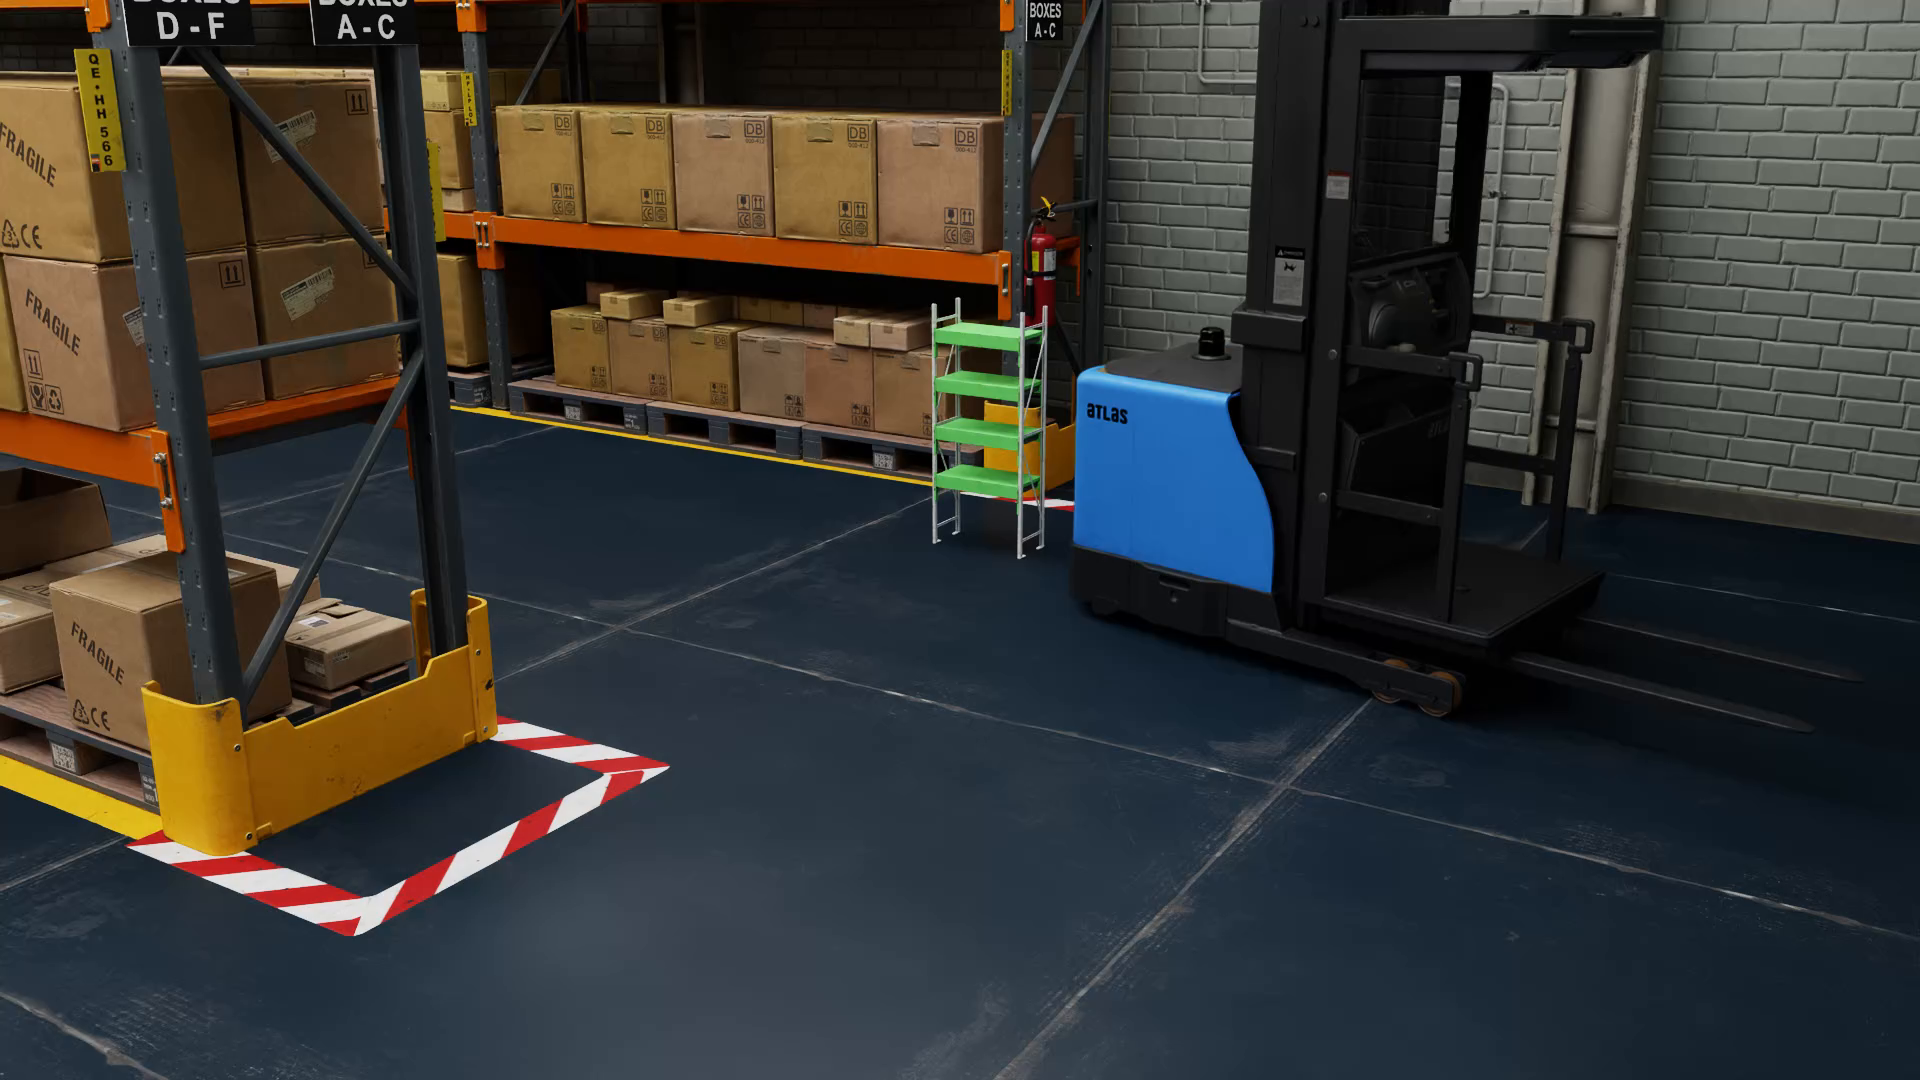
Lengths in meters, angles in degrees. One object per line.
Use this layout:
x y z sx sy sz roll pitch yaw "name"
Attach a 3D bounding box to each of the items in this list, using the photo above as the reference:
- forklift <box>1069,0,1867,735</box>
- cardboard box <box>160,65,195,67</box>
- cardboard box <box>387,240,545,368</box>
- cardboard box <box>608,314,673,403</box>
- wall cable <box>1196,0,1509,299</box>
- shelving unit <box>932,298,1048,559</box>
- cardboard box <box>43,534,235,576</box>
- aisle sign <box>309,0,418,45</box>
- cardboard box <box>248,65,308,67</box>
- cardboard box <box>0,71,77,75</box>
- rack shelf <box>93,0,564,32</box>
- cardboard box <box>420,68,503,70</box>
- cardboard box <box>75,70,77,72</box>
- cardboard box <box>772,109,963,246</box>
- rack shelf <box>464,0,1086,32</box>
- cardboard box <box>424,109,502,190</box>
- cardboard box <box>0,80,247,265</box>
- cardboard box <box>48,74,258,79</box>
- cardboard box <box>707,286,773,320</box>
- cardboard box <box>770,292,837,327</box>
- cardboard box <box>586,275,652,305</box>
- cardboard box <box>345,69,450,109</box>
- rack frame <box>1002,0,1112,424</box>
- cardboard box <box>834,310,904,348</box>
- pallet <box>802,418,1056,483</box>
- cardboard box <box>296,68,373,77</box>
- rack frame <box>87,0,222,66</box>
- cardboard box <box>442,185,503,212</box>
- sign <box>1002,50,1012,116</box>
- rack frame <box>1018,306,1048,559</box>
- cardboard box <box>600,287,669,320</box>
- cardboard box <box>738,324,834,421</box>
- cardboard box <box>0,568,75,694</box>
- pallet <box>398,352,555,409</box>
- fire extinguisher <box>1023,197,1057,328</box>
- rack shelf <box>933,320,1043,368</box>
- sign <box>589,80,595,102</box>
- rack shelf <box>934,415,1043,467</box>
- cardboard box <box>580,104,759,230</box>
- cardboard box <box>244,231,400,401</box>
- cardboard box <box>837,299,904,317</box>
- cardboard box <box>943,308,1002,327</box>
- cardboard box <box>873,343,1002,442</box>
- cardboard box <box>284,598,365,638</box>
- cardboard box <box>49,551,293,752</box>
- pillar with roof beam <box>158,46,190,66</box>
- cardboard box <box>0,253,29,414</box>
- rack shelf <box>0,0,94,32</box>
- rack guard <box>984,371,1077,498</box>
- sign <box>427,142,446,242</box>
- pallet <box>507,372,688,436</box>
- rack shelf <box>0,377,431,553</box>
1.915 -0.915 6.351 3.031 2.935 1.130 15 22 40 "forklift"
-6.000 -3.472 12.642 0.500 0.250 0.500 11 20 31 "cardboard box"
-3.490 -1.681 11.731 0.750 0.750 0.750 10 20 31 "cardboard box"
-1.858 -1.231 10.850 0.500 0.500 0.700 10 20 30 "cardboard box"
2.127 -2.359 9.240 1.851 1.984 0.084 10 20 30 "wall cable"
0.141 -0.549 8.124 0.503 1.200 0.258 10 20 30 "shelving unit"
-3.216 0.194 6.556 0.500 0.250 0.500 10 20 30 "cardboard box"
-1.837 -1.913 5.044 0.004 0.787 0.394 10 20 30 "aisle sign"
-5.315 -3.525 12.816 0.500 0.250 0.500 9 19 28 "cardboard box"
-3.595 -1.497 6.258 0.500 0.500 0.500 10 20 30 "cardboard box"
-4.572 -3.837 11.930 4.000 0.370 1.077 10 20 30 "rack shelf"
-3.573 -3.213 11.790 0.500 0.250 0.500 10 20 31 "cardboard box"
-6.868 -3.710 13.388 0.250 0.149 0.380 7 18 21 "cardboard box"
-0.525 -2.160 9.816 0.700 0.700 0.980 10 20 30 "cardboard box"
-1.164 -3.229 9.927 4.000 0.370 1.077 10 20 30 "rack shelf"
-3.393 -2.650 11.225 0.500 0.500 0.500 10 19 29 "cardboard box"
-2.572 -1.132 5.055 0.500 0.500 0.500 10 20 30 "cardboard box"
-2.738 -1.343 5.749 0.500 0.500 0.500 10 20 31 "cardboard box"
-1.414 -1.531 10.724 0.250 0.149 0.380 10 20 31 "cardboard box"
-0.978 -1.454 10.468 0.250 0.149 0.380 10 20 31 "cardboard box"
-2.304 -1.690 11.245 0.250 0.149 0.380 10 20 30 "cardboard box"
-3.830 -3.089 11.380 0.500 0.250 0.500 11 20 31 "cardboard box"
0.541 -1.834 9.257 0.127 3.000 1.000 10 20 30 "rack frame"
-0.531 -1.244 9.777 0.250 0.149 0.380 11 20 32 "cardboard box"
-0.182 -0.602 9.999 1.213 0.211 1.003 10 20 30 "pallet"
-4.265 -3.166 11.635 0.500 0.250 0.500 11 20 31 "cardboard box"
-6.276 -3.051 13.263 0.127 3.000 1.000 10 20 30 "rack frame"
-3.304 -2.313 11.232 0.250 0.149 0.380 10 20 31 "cardboard box"
0.245 -2.369 8.619 0.005 0.325 0.100 10 20 30 "sign"
0.349 -0.512 8.002 0.015 1.200 0.240 10 20 30 "rack frame"
-2.088 -1.521 10.690 0.250 0.149 0.380 11 20 32 "cardboard box"
-0.964 -1.073 10.330 0.500 0.500 0.700 9 19 28 "cardboard box"
-3.435 0.325 6.124 0.500 0.250 0.500 10 20 30 "cardboard box"
-3.565 -1.207 11.990 1.213 0.211 1.003 10 20 30 "pallet"
0.428 -1.481 8.871 0.183 0.674 0.296 10 20 30 "fire extinguisher"
0.141 -0.947 8.003 0.480 0.148 0.258 10 20 30 "rack shelf"
-2.579 -3.032 11.576 0.005 0.325 0.100 10 20 30 "sign"
0.141 -0.488 8.143 0.480 0.148 0.258 10 20 30 "rack shelf"
-1.795 -2.387 10.562 0.700 0.700 0.980 10 19 29 "cardboard box"
-2.289 -0.787 5.639 0.500 0.500 0.500 11 20 31 "cardboard box"
-0.542 -1.376 10.213 0.250 0.149 0.380 10 20 31 "cardboard box"
0.103 -1.261 9.835 0.250 0.149 0.380 10 20 30 "cardboard box"
-0.108 -0.920 9.828 0.500 0.500 0.700 10 20 30 "cardboard box"
-2.439 0.352 6.179 0.250 0.166 0.380 10 20 30 "cardboard box"
-2.641 0.357 5.587 0.500 0.500 0.500 10 20 30 "cardboard box"
-9.184 -5.267 10.237 0.400 9.000 9.100 10 20 30 "pillar with roof beam"
-3.017 -0.733 5.461 0.500 0.500 0.500 10 20 31 "cardboard box"
-7.981 -4.446 13.933 4.000 0.370 1.077 10 20 30 "rack shelf"
0.561 -0.634 9.609 0.348 0.500 1.175 10 20 30 "rack guard"
-1.765 -1.155 5.533 0.005 0.325 0.100 10 20 30 "sign"
-2.261 -0.973 11.221 1.213 0.211 1.003 10 20 30 "pallet"
-3.753 -0.566 6.323 4.000 0.370 1.077 10 20 30 "rack shelf"
